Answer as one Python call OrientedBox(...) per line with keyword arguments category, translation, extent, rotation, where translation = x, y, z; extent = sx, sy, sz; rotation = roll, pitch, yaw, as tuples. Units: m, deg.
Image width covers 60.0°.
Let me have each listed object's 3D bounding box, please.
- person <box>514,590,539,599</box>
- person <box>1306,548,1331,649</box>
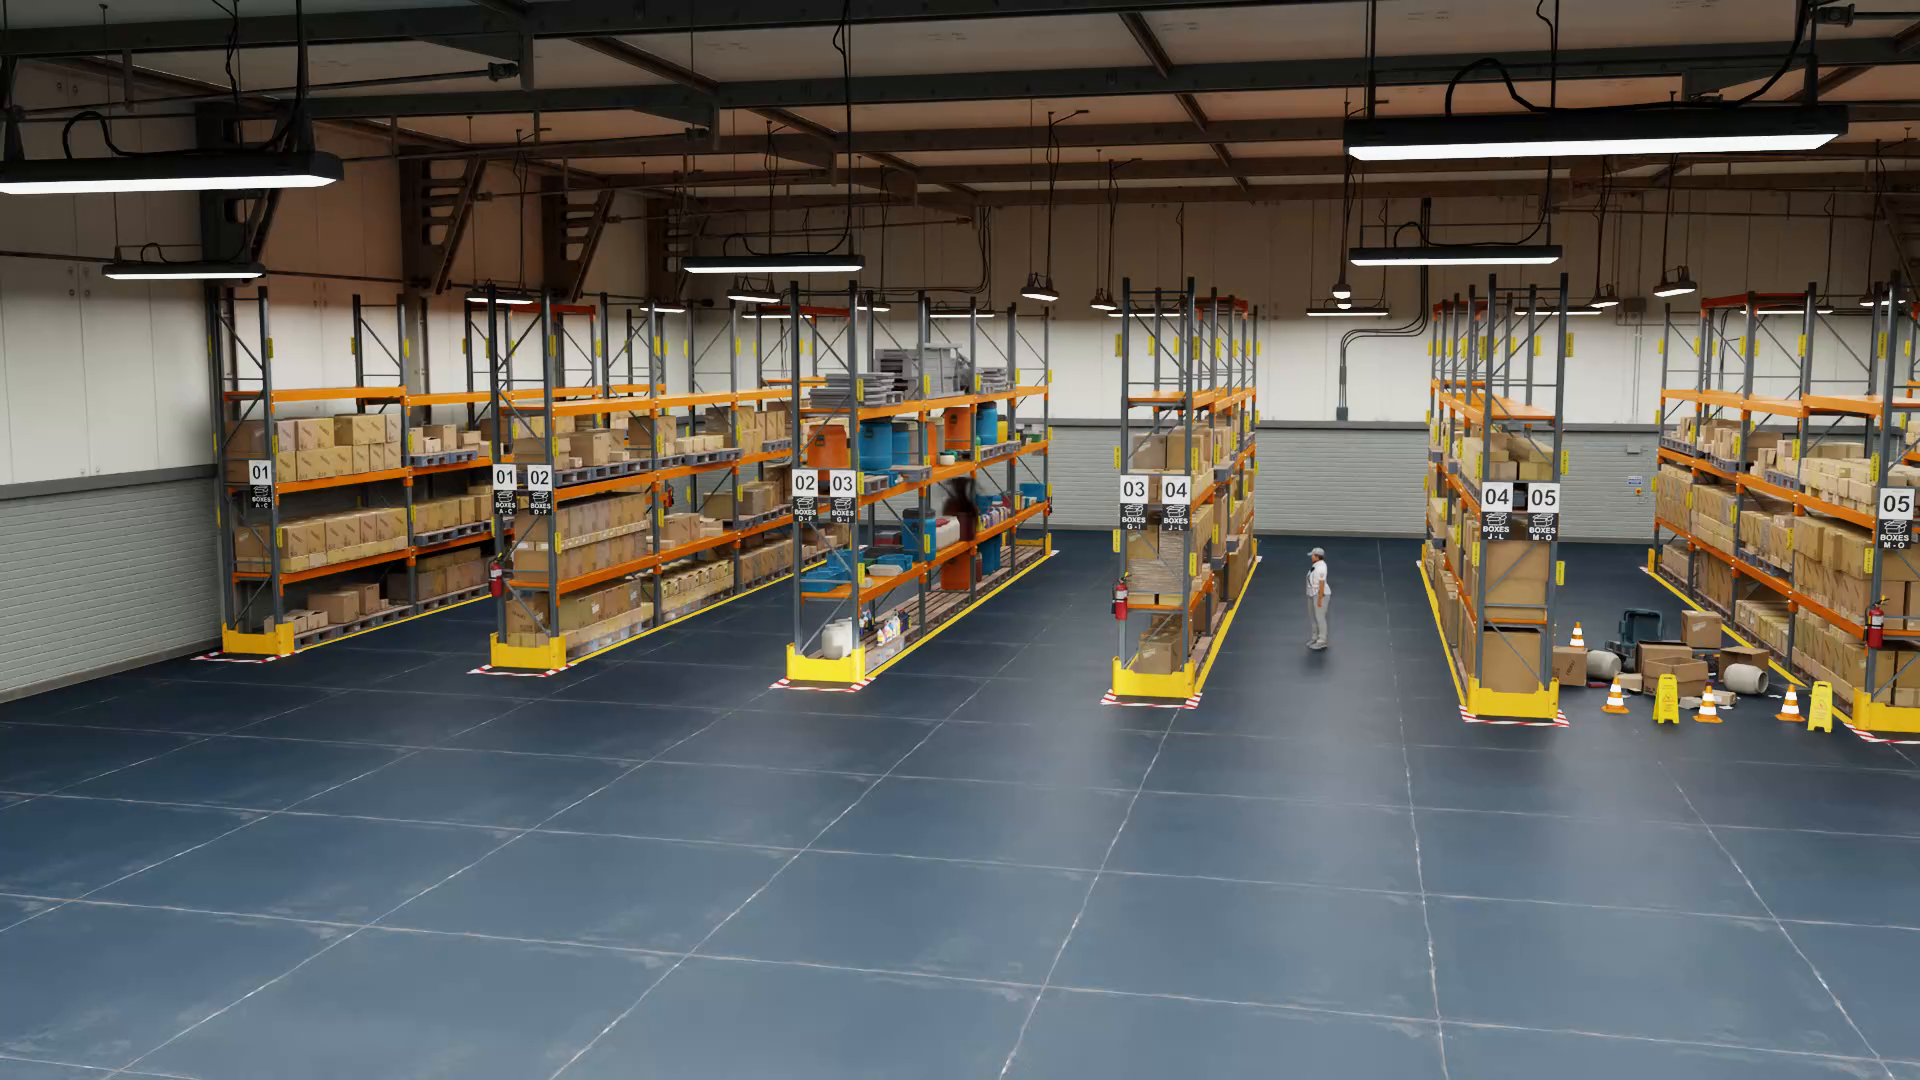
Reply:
OrientedBox(category="person", translation=(-7.959, 0.674, 30.639), extent=(0.516, 1.708, 0.626), rotation=(3, 7, 27))
OrientedBox(category="person", translation=(6.019, 0.965, 28.015), extent=(0.430, 1.673, 0.474), rotation=(-1, 7, -12))
